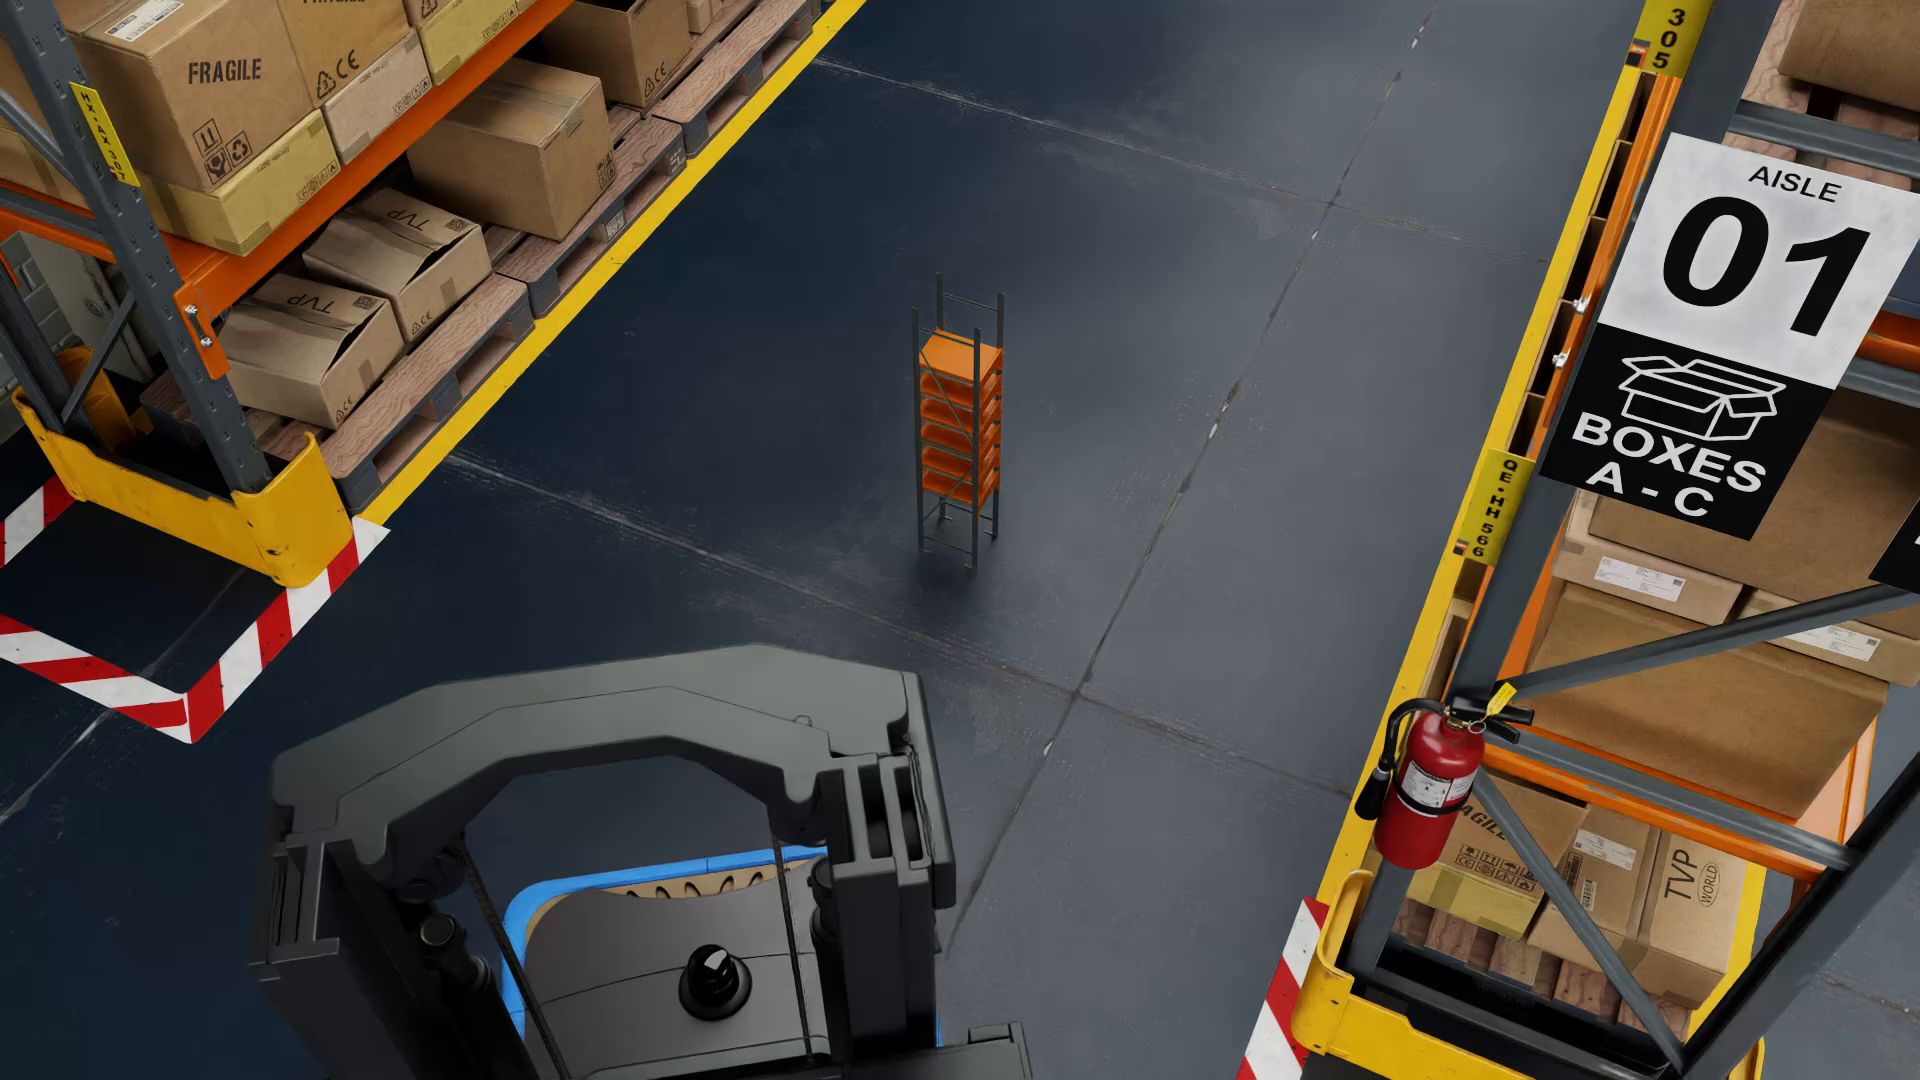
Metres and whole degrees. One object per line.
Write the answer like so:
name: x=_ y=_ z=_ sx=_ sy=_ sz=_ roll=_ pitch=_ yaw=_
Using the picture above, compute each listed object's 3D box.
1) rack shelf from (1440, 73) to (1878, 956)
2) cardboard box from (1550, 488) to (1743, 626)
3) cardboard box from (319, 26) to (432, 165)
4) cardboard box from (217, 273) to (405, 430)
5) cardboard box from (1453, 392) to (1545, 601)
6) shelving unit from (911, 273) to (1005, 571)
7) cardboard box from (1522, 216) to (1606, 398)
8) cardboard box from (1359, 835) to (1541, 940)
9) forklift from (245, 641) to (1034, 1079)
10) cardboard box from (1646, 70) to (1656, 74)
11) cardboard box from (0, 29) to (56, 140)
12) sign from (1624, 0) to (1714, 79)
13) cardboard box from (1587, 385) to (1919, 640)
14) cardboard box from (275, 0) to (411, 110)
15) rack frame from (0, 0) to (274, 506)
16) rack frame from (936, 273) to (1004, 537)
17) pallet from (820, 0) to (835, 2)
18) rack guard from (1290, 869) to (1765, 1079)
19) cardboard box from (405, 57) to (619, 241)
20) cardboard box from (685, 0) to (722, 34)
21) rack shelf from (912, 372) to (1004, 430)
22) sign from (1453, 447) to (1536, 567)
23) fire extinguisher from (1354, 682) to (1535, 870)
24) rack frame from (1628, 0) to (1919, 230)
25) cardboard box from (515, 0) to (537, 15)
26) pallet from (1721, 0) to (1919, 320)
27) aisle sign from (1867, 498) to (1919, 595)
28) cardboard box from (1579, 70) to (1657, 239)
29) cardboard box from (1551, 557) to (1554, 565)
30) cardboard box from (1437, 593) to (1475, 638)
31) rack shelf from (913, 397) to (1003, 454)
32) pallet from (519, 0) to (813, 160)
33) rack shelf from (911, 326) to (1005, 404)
rack shelf: x=2.437 y=-0.569 z=5.237 sx=1.077 sy=0.370 sz=4.000 roll=20 pitch=52 yaw=16
cardboard box: x=1.574 y=0.008 z=3.782 sx=0.380 sy=0.149 sz=0.250 roll=19 pitch=52 yaw=15
cardboard box: x=-2.193 y=-1.587 z=5.716 sx=0.500 sy=0.250 sz=0.500 roll=18 pitch=52 yaw=15
cardboard box: x=-2.520 y=-0.752 z=6.397 sx=0.500 sy=0.311 sz=0.500 roll=14 pitch=51 yaw=12
cardboard box: x=1.957 y=-0.072 z=5.379 sx=0.500 sy=0.500 sz=0.500 roll=20 pitch=52 yaw=16
shelving unit: x=-0.006 y=-0.379 z=5.785 sx=0.258 sy=1.200 sz=0.189 roll=20 pitch=52 yaw=16
cardboard box: x=2.384 y=-0.761 z=5.965 sx=0.500 sy=0.500 sz=0.500 roll=20 pitch=52 yaw=16
cardboard box: x=1.545 y=0.865 z=5.074 sx=0.500 sy=0.250 sz=0.500 roll=20 pitch=52 yaw=16
forklift: x=-0.394 y=1.654 z=2.918 sx=1.130 sy=2.935 sz=3.031 roll=-7 pitch=50 yaw=-6
cardboard box: x=3.206 y=-1.978 z=7.125 sx=0.500 sy=0.311 sz=0.500 roll=20 pitch=52 yaw=16
cardboard box: x=-2.888 y=-1.628 z=5.259 sx=0.500 sy=0.500 sz=0.500 roll=19 pitch=52 yaw=16
sign: x=1.098 y=-0.844 z=2.500 sx=0.100 sy=0.325 sz=0.005 roll=20 pitch=52 yaw=16
cardboard box: x=1.817 y=-0.231 z=3.560 sx=0.700 sy=0.500 sz=0.500 roll=20 pitch=52 yaw=16
cardboard box: x=-2.202 y=-1.803 z=5.407 sx=0.500 sy=0.500 sz=0.500 roll=20 pitch=52 yaw=16
rack frame: x=-2.897 y=-1.034 z=5.160 sx=1.000 sy=3.000 sz=0.127 roll=20 pitch=52 yaw=16
rack frame: x=0.033 y=-0.442 z=5.838 sx=0.240 sy=1.200 sz=0.006 roll=20 pitch=52 yaw=16
pallet: x=-0.857 y=-3.421 z=9.022 sx=1.003 sy=0.211 sz=1.213 roll=20 pitch=52 yaw=16
rack guard: x=1.573 y=1.402 z=4.729 sx=1.175 sy=0.500 sz=0.348 roll=20 pitch=52 yaw=16
cardboard box: x=-1.918 y=-1.695 z=7.075 sx=0.700 sy=0.500 sz=0.500 roll=17 pitch=52 yaw=14
cardboard box: x=-1.390 y=-2.634 z=8.094 sx=0.380 sy=0.166 sz=0.250 roll=14 pitch=51 yaw=11
rack shelf: x=-0.006 y=-0.506 z=5.636 sx=0.258 sy=0.103 sz=0.180 roll=20 pitch=52 yaw=16
sign: x=1.098 y=-0.063 z=3.418 sx=0.100 sy=0.325 sz=0.005 roll=20 pitch=52 yaw=16
fire extinguisher: x=1.113 y=0.531 z=3.880 sx=0.296 sy=0.674 sz=0.183 roll=20 pitch=52 yaw=16
rack frame: x=1.583 y=-1.369 z=1.506 sx=1.000 sy=3.000 sz=0.127 roll=20 pitch=52 yaw=16
cardboard box: x=-1.752 y=-2.283 z=6.308 sx=0.500 sy=0.250 sz=0.500 roll=20 pitch=53 yaw=16
pallet: x=1.909 y=-0.846 z=3.089 sx=1.003 sy=0.211 sz=1.213 roll=20 pitch=52 yaw=16
aisle sign: x=1.832 y=-0.122 z=2.677 sx=0.394 sy=0.787 sz=0.004 roll=20 pitch=52 yaw=16
cardboard box: x=2.811 y=-1.450 z=6.551 sx=0.500 sy=0.500 sz=0.500 roll=20 pitch=52 yaw=16
cardboard box: x=2.014 y=-0.137 z=4.332 sx=0.700 sy=0.500 sz=0.500 roll=21 pitch=53 yaw=17
cardboard box: x=1.960 y=0.172 z=5.664 sx=0.500 sy=0.250 sz=0.500 roll=20 pitch=52 yaw=16
rack shelf: x=-0.006 y=-0.428 z=5.727 sx=0.258 sy=0.103 sz=0.180 roll=20 pitch=52 yaw=16
pallet: x=-1.444 y=-2.411 z=8.163 sx=1.003 sy=0.211 sz=1.213 roll=20 pitch=52 yaw=16
rack shelf: x=-0.006 y=-0.583 z=5.544 sx=0.258 sy=0.103 sz=0.180 roll=20 pitch=52 yaw=16
